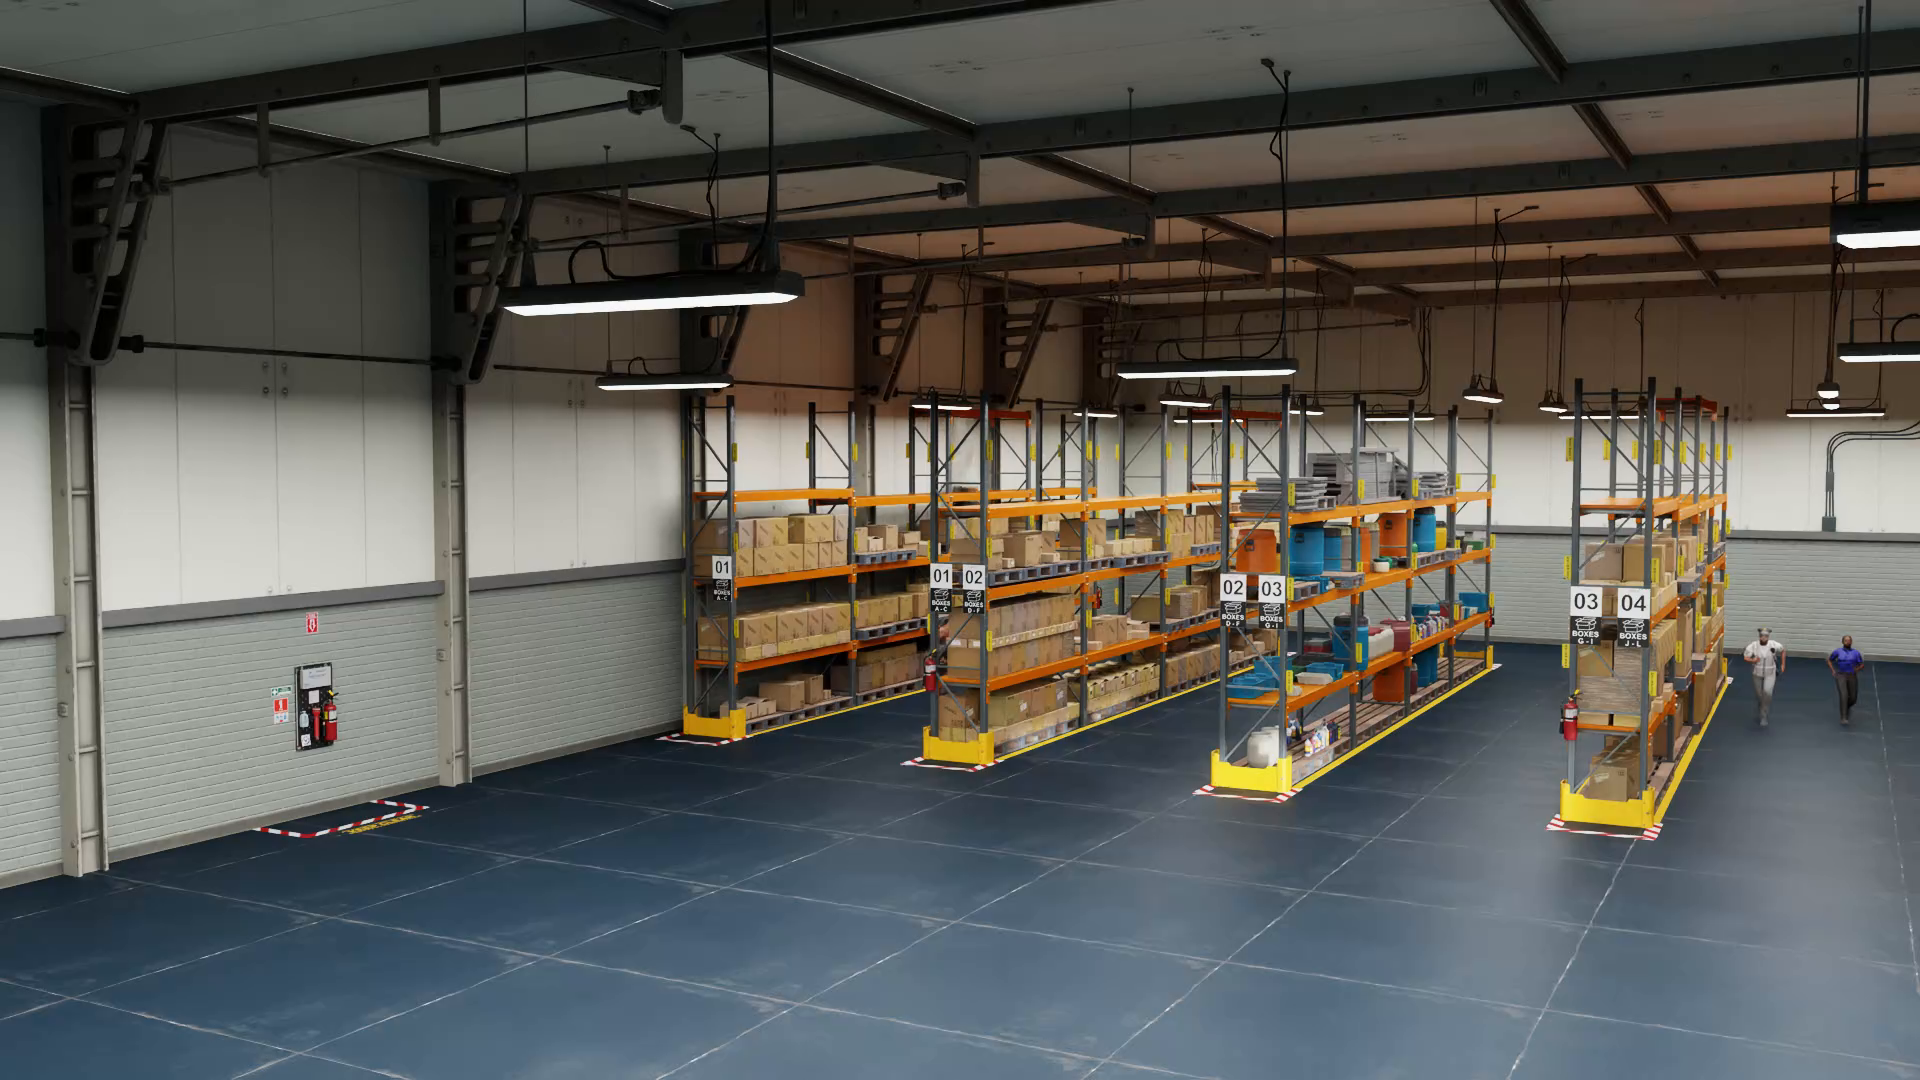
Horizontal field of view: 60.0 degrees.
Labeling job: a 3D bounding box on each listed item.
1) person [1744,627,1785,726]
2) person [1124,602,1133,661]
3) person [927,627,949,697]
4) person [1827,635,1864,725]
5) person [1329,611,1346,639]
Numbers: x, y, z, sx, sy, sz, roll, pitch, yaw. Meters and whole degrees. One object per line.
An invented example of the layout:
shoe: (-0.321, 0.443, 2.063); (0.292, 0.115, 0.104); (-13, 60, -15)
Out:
person: (14.881, 2.514, 30.778); (0.687, 1.837, 0.887); (2, 3, 28)
person: (3.923, 2.216, 38.034); (0.510, 1.638, 0.817); (2, 3, 28)
person: (-0.360, 2.486, 31.511); (0.653, 1.678, 0.693); (1, 3, 15)
person: (16.391, 2.568, 30.776); (0.588, 1.620, 0.810); (1, 3, 19)
person: (8.032, 2.322, 35.203); (0.556, 1.630, 0.593); (2, 3, 27)
